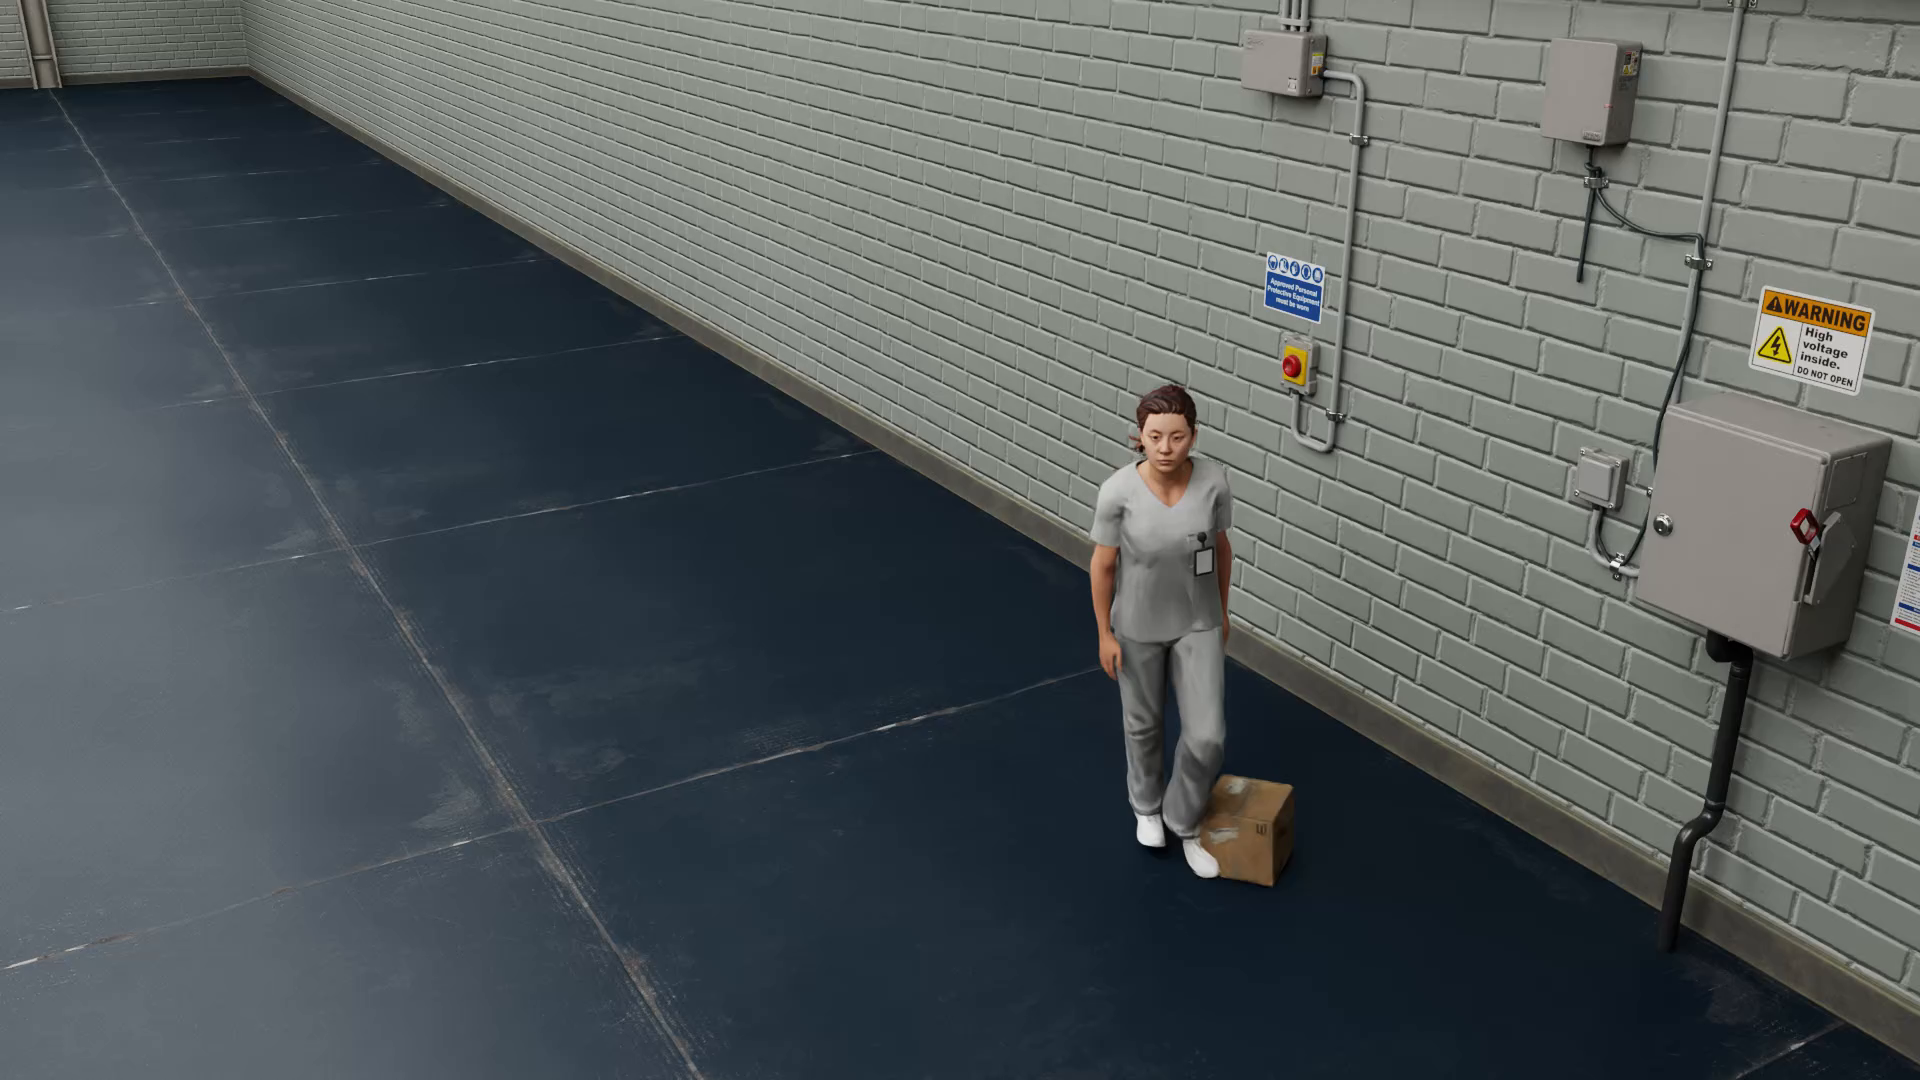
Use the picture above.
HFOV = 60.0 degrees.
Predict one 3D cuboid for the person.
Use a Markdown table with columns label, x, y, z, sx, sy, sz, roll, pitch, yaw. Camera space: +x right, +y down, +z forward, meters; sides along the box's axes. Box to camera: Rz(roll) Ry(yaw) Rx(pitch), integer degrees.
| label | x | y | z | sx | sy | sz | roll | pitch | yaw |
| --- | --- | --- | --- | --- | --- | --- | --- | --- | --- |
| person | 0.641 | 0.285 | 5.356 | 0.470 | 1.664 | 0.530 | 0 | 22 | 1 |
